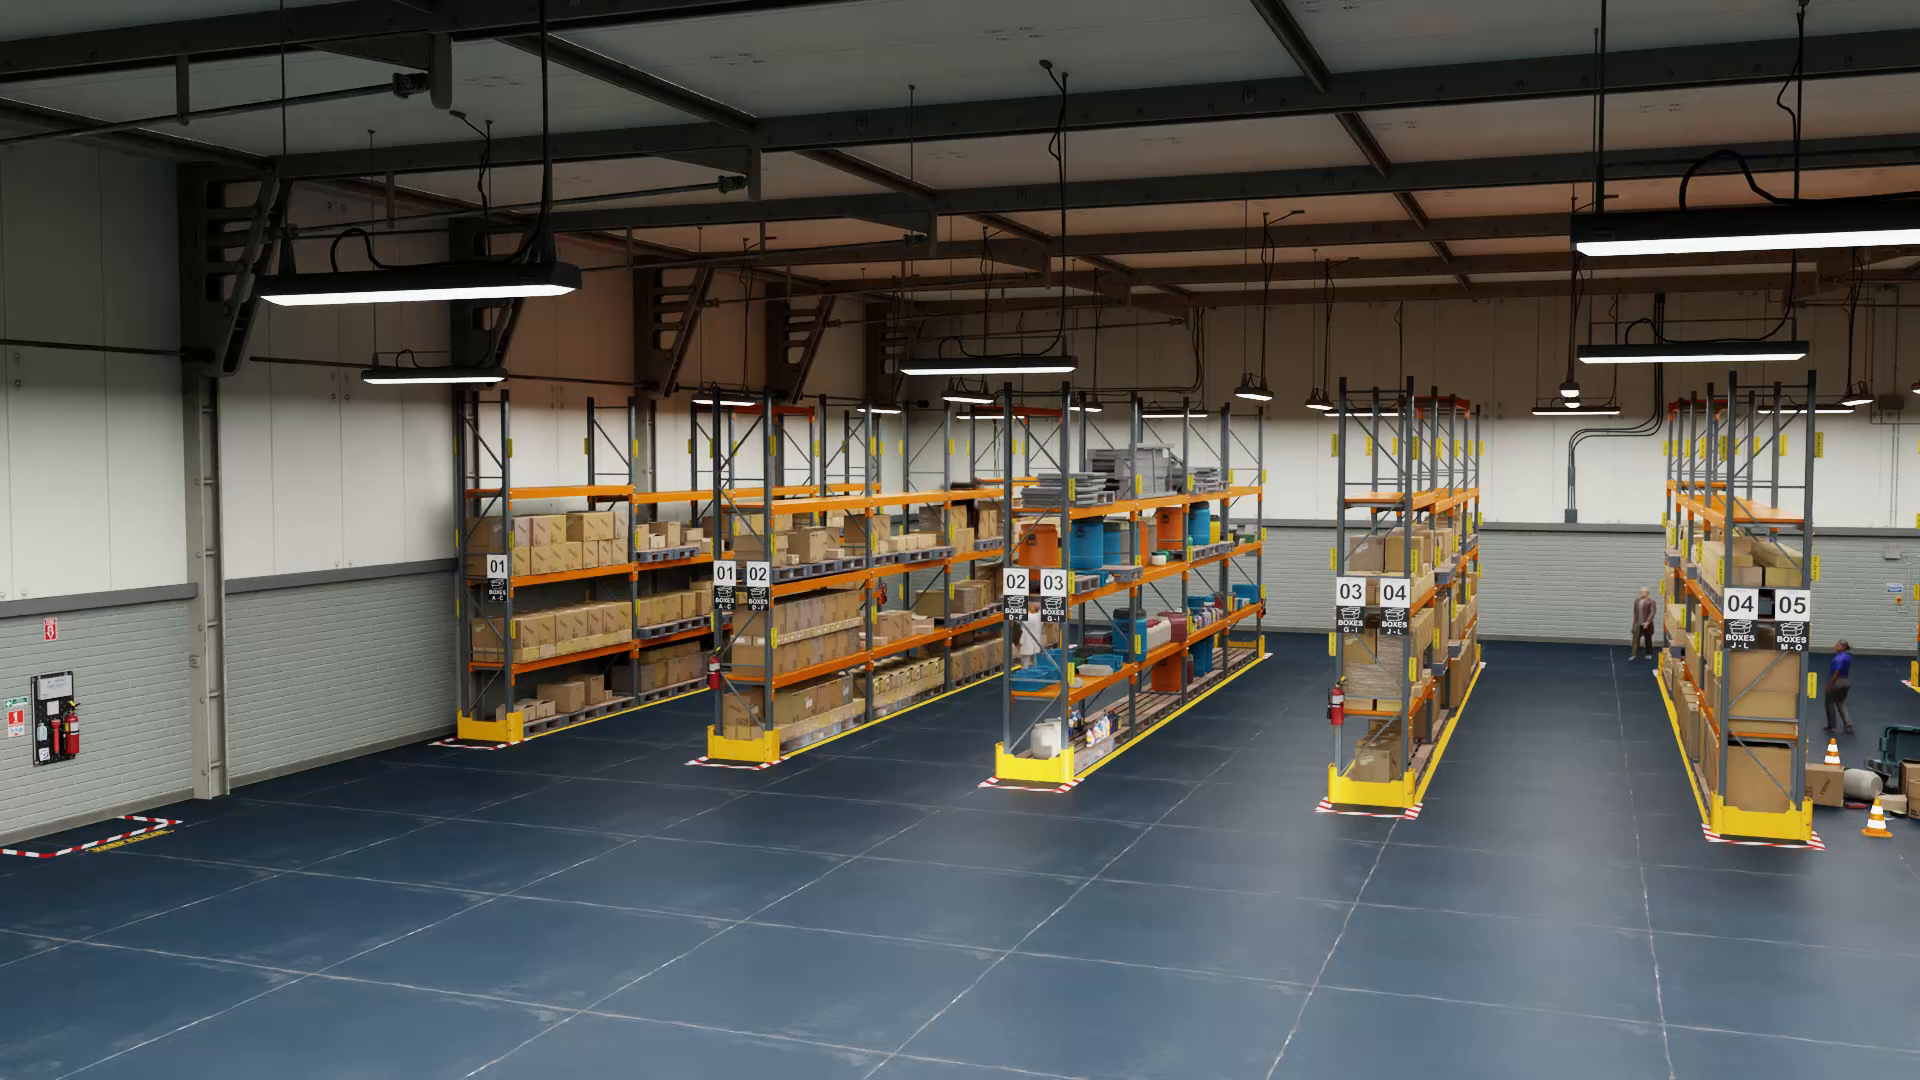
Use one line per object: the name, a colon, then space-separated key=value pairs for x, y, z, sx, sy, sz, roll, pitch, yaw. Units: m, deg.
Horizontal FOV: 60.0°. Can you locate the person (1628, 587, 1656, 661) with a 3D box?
person: x=15.972 y=1.968 z=38.879 sx=0.547 sy=1.717 sz=1.124 roll=2 pitch=4 yaw=36

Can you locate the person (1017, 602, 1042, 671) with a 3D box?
person: x=1.438 y=2.169 z=34.691 sx=0.607 sy=1.770 sz=0.534 roll=-2 pitch=4 yaw=-38

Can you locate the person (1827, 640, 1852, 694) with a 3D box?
person: x=15.530 y=2.241 z=29.389 sx=0.494 sy=0.972 sz=0.367 roll=-1 pitch=3 yaw=-18
